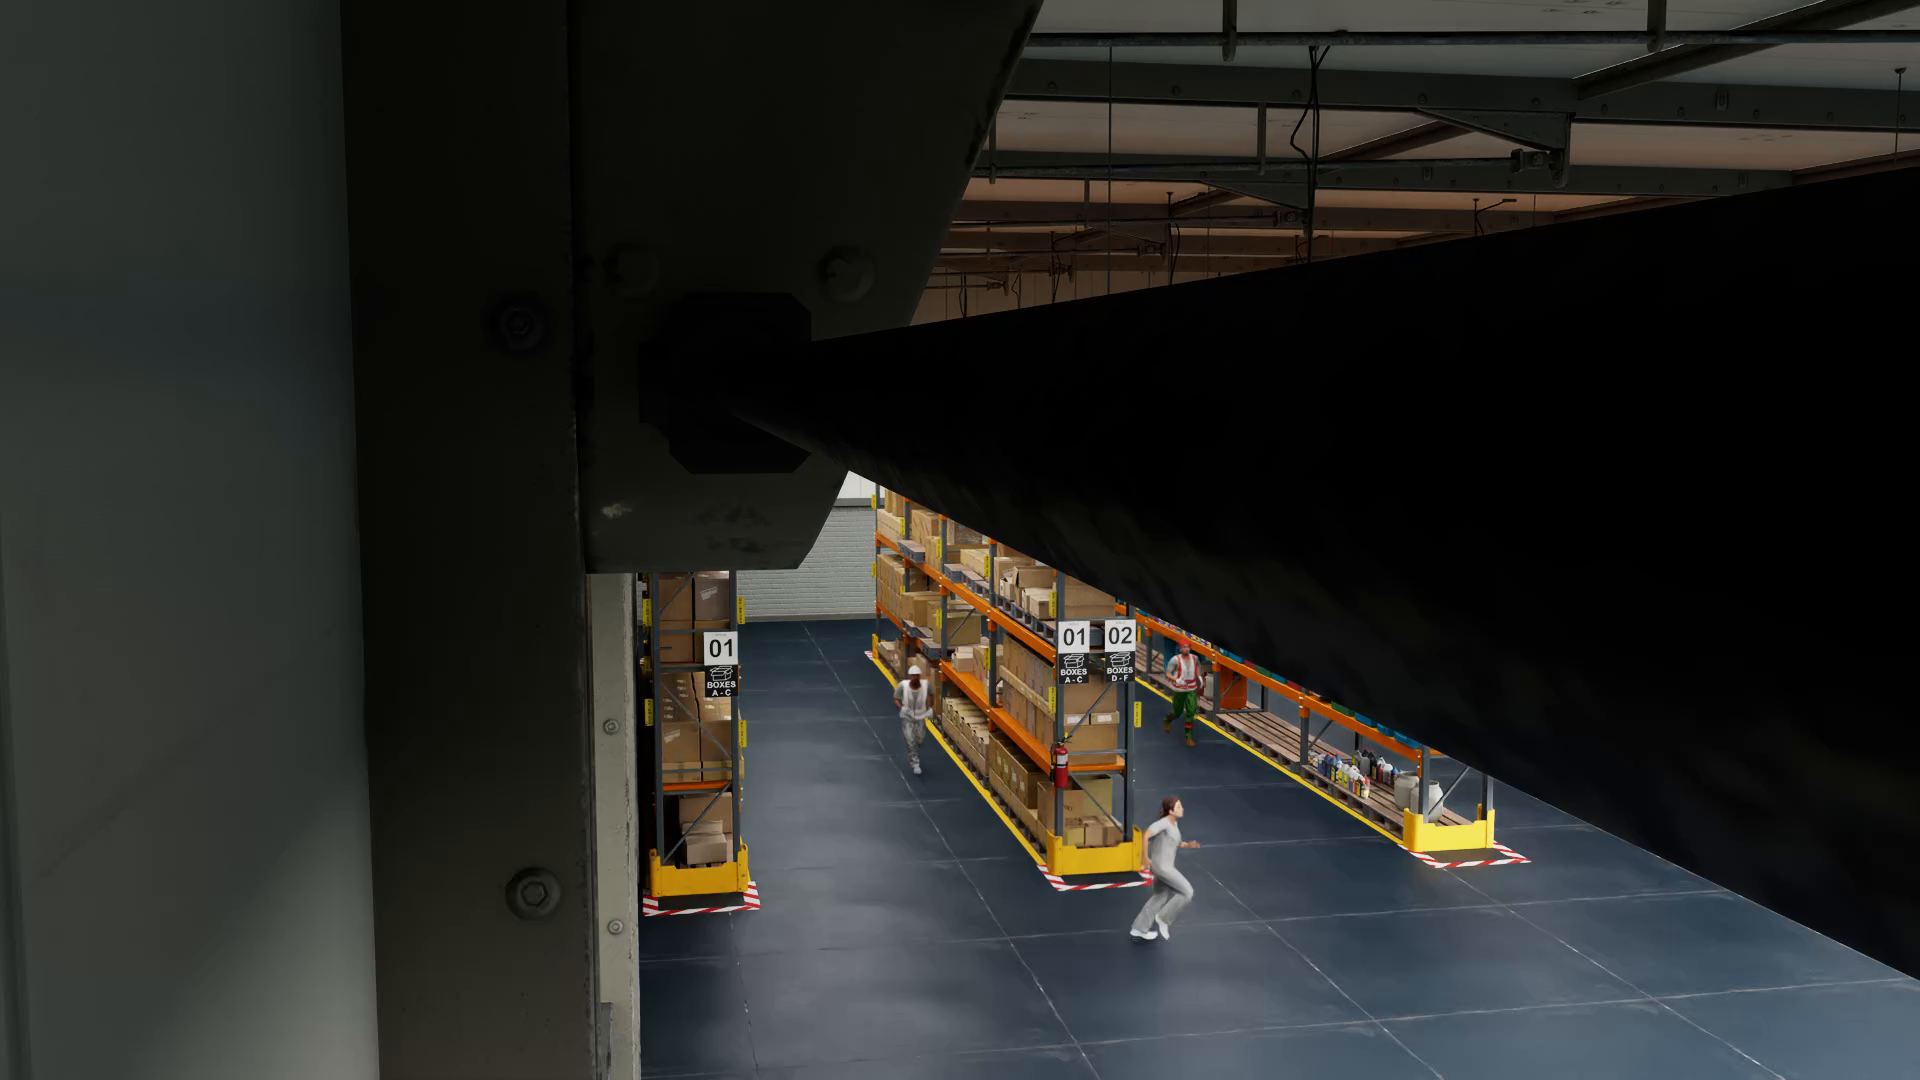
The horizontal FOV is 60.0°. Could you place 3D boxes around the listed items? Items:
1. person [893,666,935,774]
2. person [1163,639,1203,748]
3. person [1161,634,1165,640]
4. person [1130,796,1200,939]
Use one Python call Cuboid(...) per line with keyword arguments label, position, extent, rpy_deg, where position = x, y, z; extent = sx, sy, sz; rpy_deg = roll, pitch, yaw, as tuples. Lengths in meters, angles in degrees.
Cuboid(label="person", position=(-0.726, 2.798, 26.178), extent=(0.670, 1.723, 0.772), rpy_deg=(-1, 6, -5))
Cuboid(label="person", position=(3.794, 2.554, 28.225), extent=(0.667, 1.785, 0.956), rpy_deg=(-1, 6, -14))
Cuboid(label="person", position=(4.894, 1.589, 37.987), extent=(0.841, 1.754, 0.794), rpy_deg=(5, 8, 41))
Cuboid(label="person", position=(2.260, 3.622, 18.313), extent=(0.757, 1.616, 0.596), rpy_deg=(2, 6, 17))
